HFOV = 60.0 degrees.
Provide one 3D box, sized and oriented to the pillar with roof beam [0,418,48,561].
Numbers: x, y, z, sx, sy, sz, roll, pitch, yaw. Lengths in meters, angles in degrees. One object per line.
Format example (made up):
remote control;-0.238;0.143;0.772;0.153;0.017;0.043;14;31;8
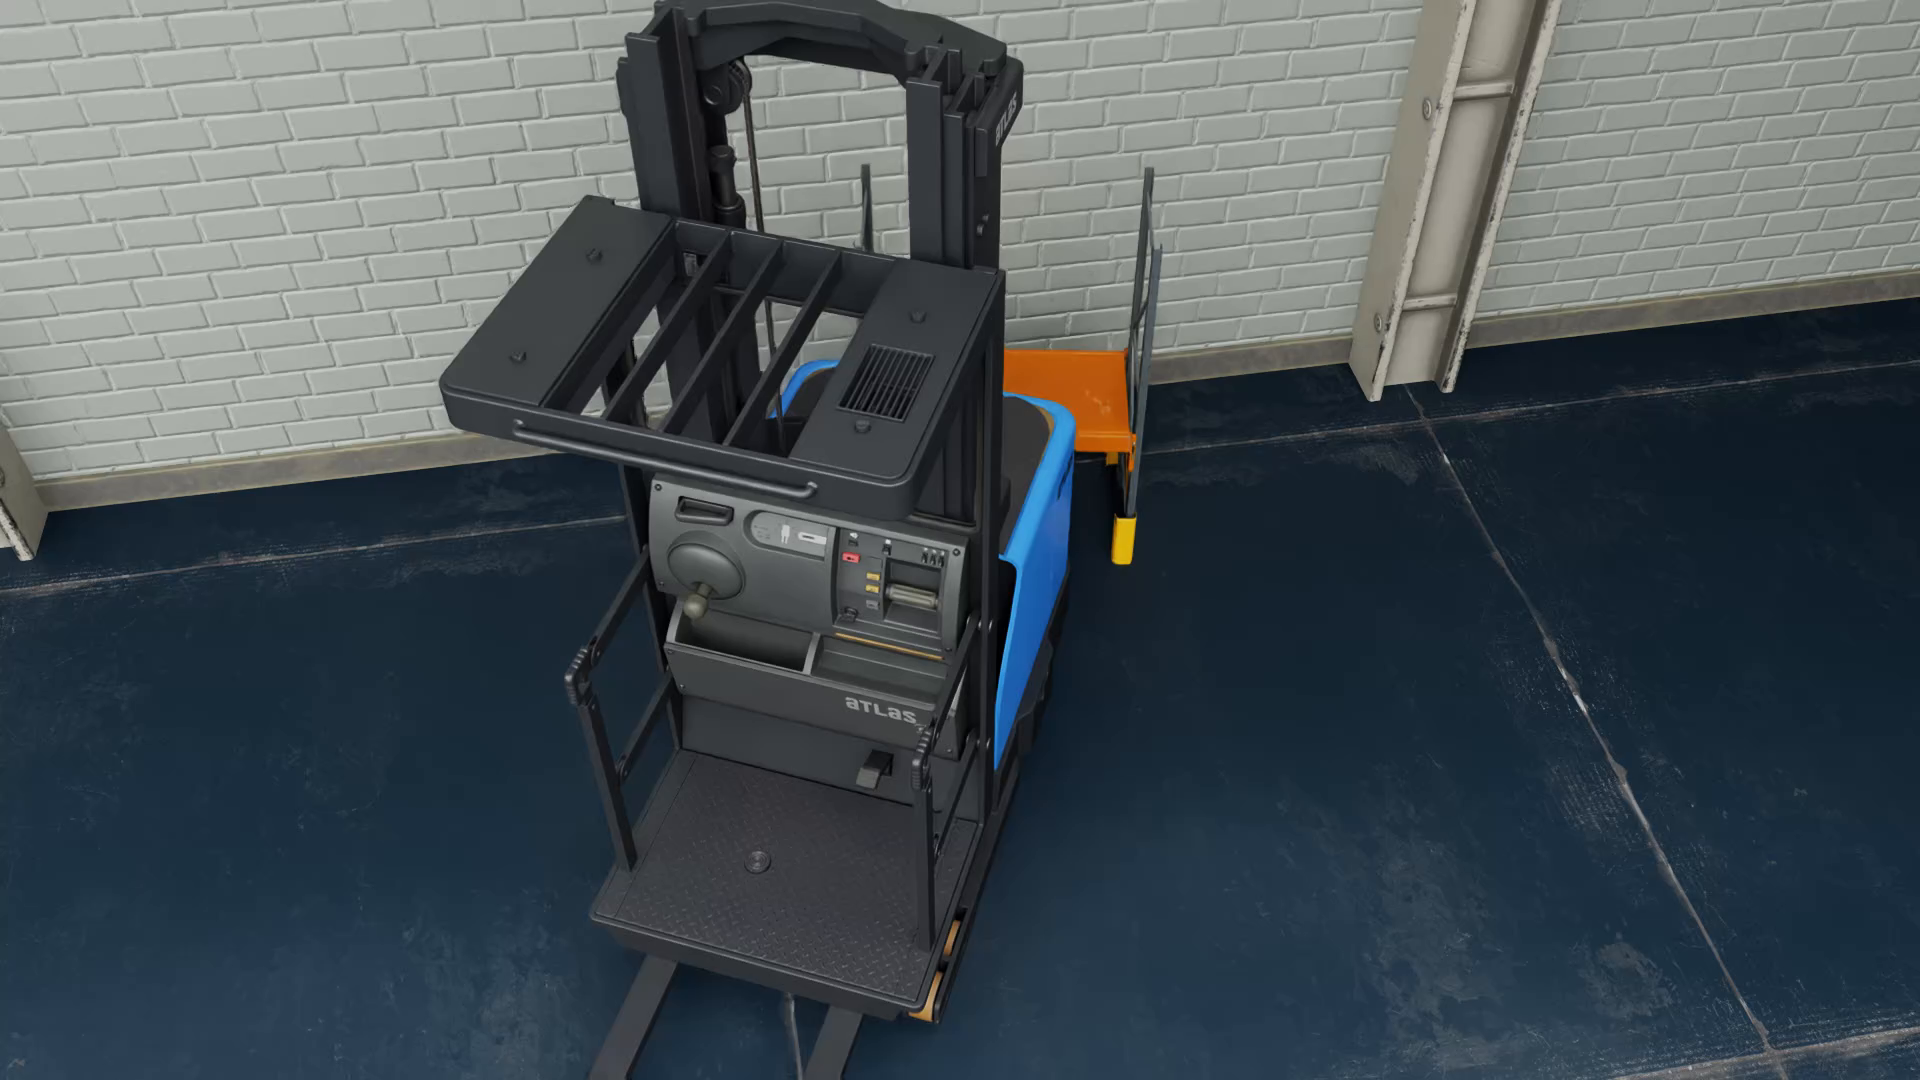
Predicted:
pillar with roof beam;-3.205;-0.076;0.574;0.400;9.000;9.100;-7;46;-7

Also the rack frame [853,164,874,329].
rack frame;-0.343;-0.650;6.335;0.032;1.500;0.500;1;46;1

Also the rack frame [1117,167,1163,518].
rack frame;0.674;-0.636;6.321;0.032;1.500;0.500;1;46;1

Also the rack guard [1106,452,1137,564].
rack guard;0.654;-0.202;6.771;0.087;0.250;0.587;1;46;1

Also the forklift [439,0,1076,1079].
forklift;-0.498;0.179;4.543;1.130;2.935;3.031;12;47;11

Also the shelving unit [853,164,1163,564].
shelving unit;0.156;-0.643;6.328;1.083;1.500;0.587;1;46;1

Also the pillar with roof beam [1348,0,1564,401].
pillar with roof beam;2.708;-0.813;1.284;0.400;9.000;9.100;-7;46;-7

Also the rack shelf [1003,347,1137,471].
rack shelf;0.166;-0.518;6.458;1.000;0.185;0.538;1;46;1
